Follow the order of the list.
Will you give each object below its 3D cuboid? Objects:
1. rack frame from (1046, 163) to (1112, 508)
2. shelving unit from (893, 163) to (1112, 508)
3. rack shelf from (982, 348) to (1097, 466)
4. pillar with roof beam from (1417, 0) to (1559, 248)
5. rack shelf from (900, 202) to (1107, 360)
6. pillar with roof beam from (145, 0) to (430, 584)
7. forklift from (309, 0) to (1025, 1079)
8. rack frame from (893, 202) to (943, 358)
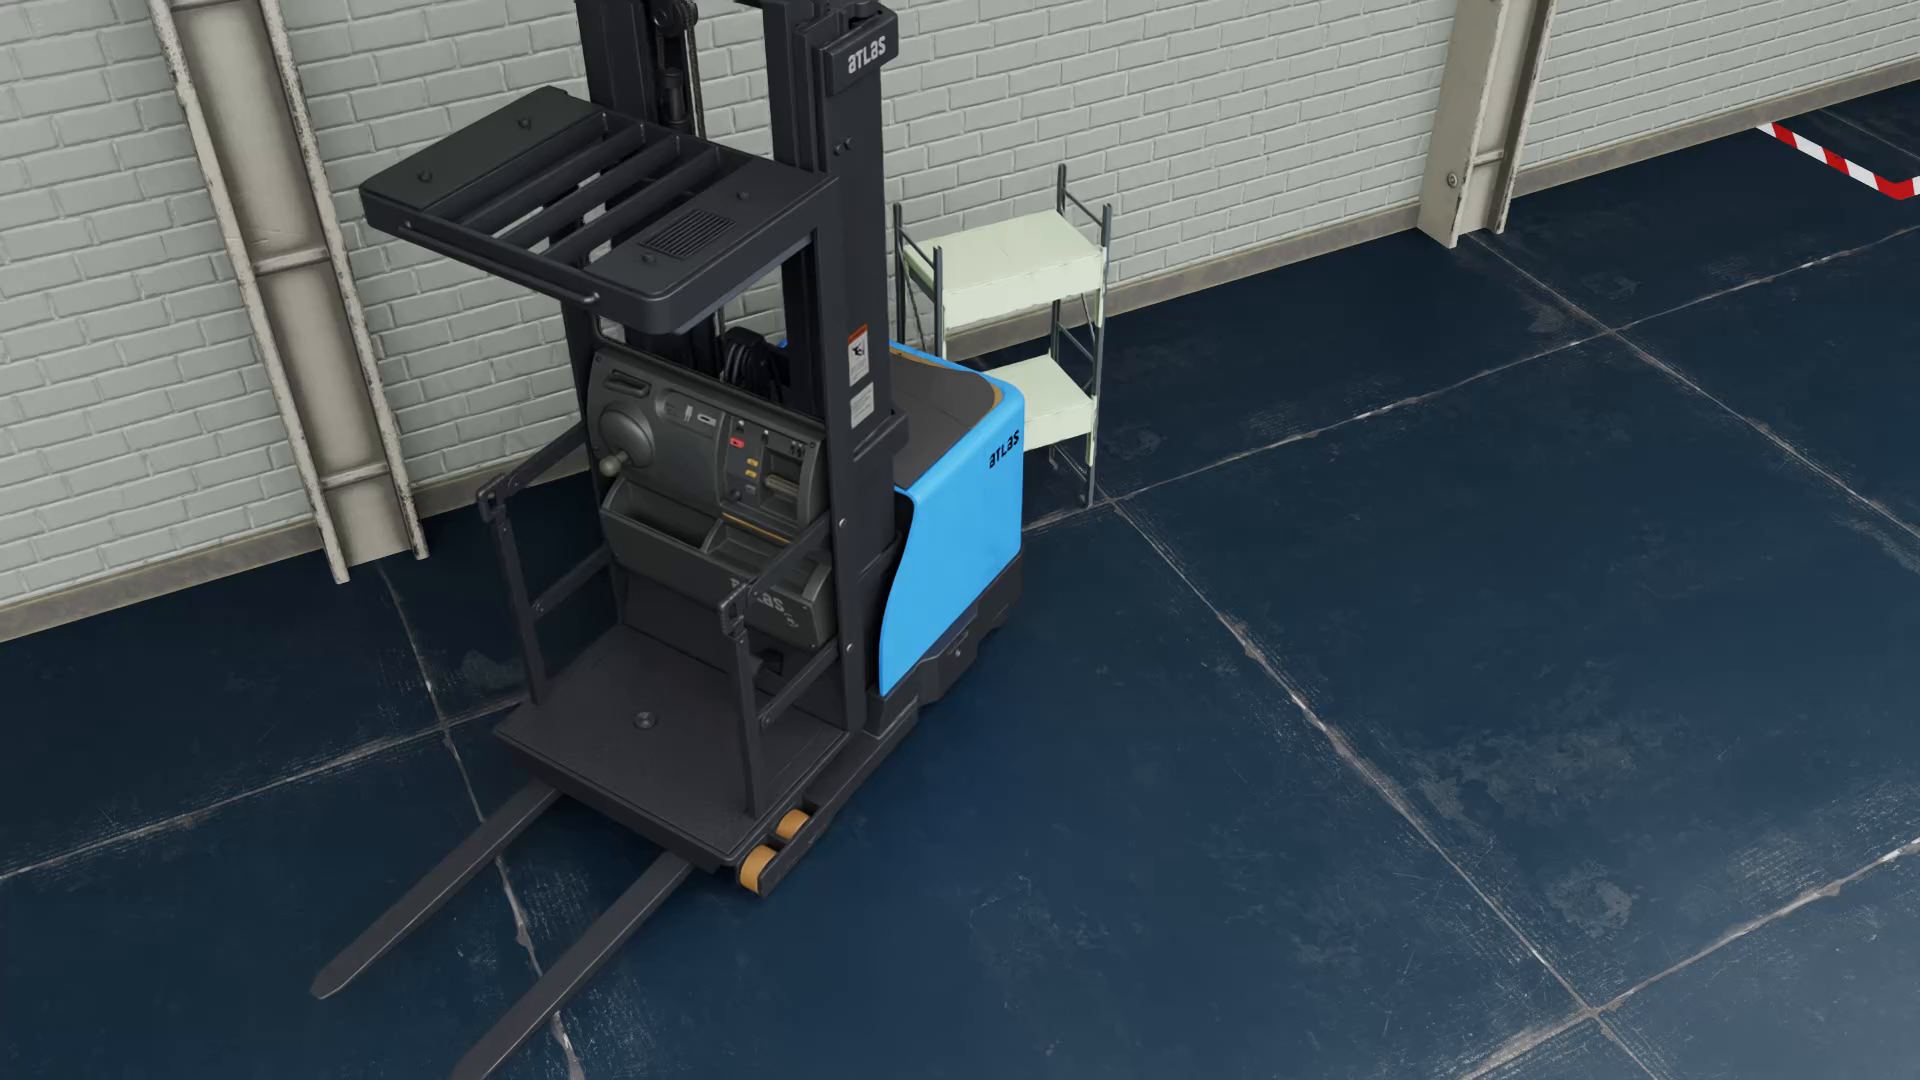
[{"bbox_3d":[0.495,-0.836,7.076,0.023,1.500,0.400,-18,43,-20],"label":"rack frame"},{"bbox_3d":[0.166,-0.732,6.954,0.755,1.500,0.431,-18,43,-20],"label":"shelving unit"},{"bbox_3d":[0.166,-0.483,7.164,0.720,0.370,0.431,-18,43,-20],"label":"rack shelf"},{"bbox_3d":[4.780,-2.717,3.495,0.400,9.000,9.100,-19,44,-21],"label":"pillar with roof beam"},{"bbox_3d":[0.166,-1.030,6.701,0.720,0.370,0.431,-18,43,-20],"label":"rack shelf"},{"bbox_3d":[-0.541,-0.926,1.379,0.400,9.000,9.100,-19,44,-21],"label":"pillar with roof beam"},{"bbox_3d":[-0.955,-0.238,5.262,1.130,2.935,3.031,22,45,24],"label":"forklift"},{"bbox_3d":[-0.163,-0.628,6.831,0.023,1.500,0.400,-18,43,-20],"label":"rack frame"}]
